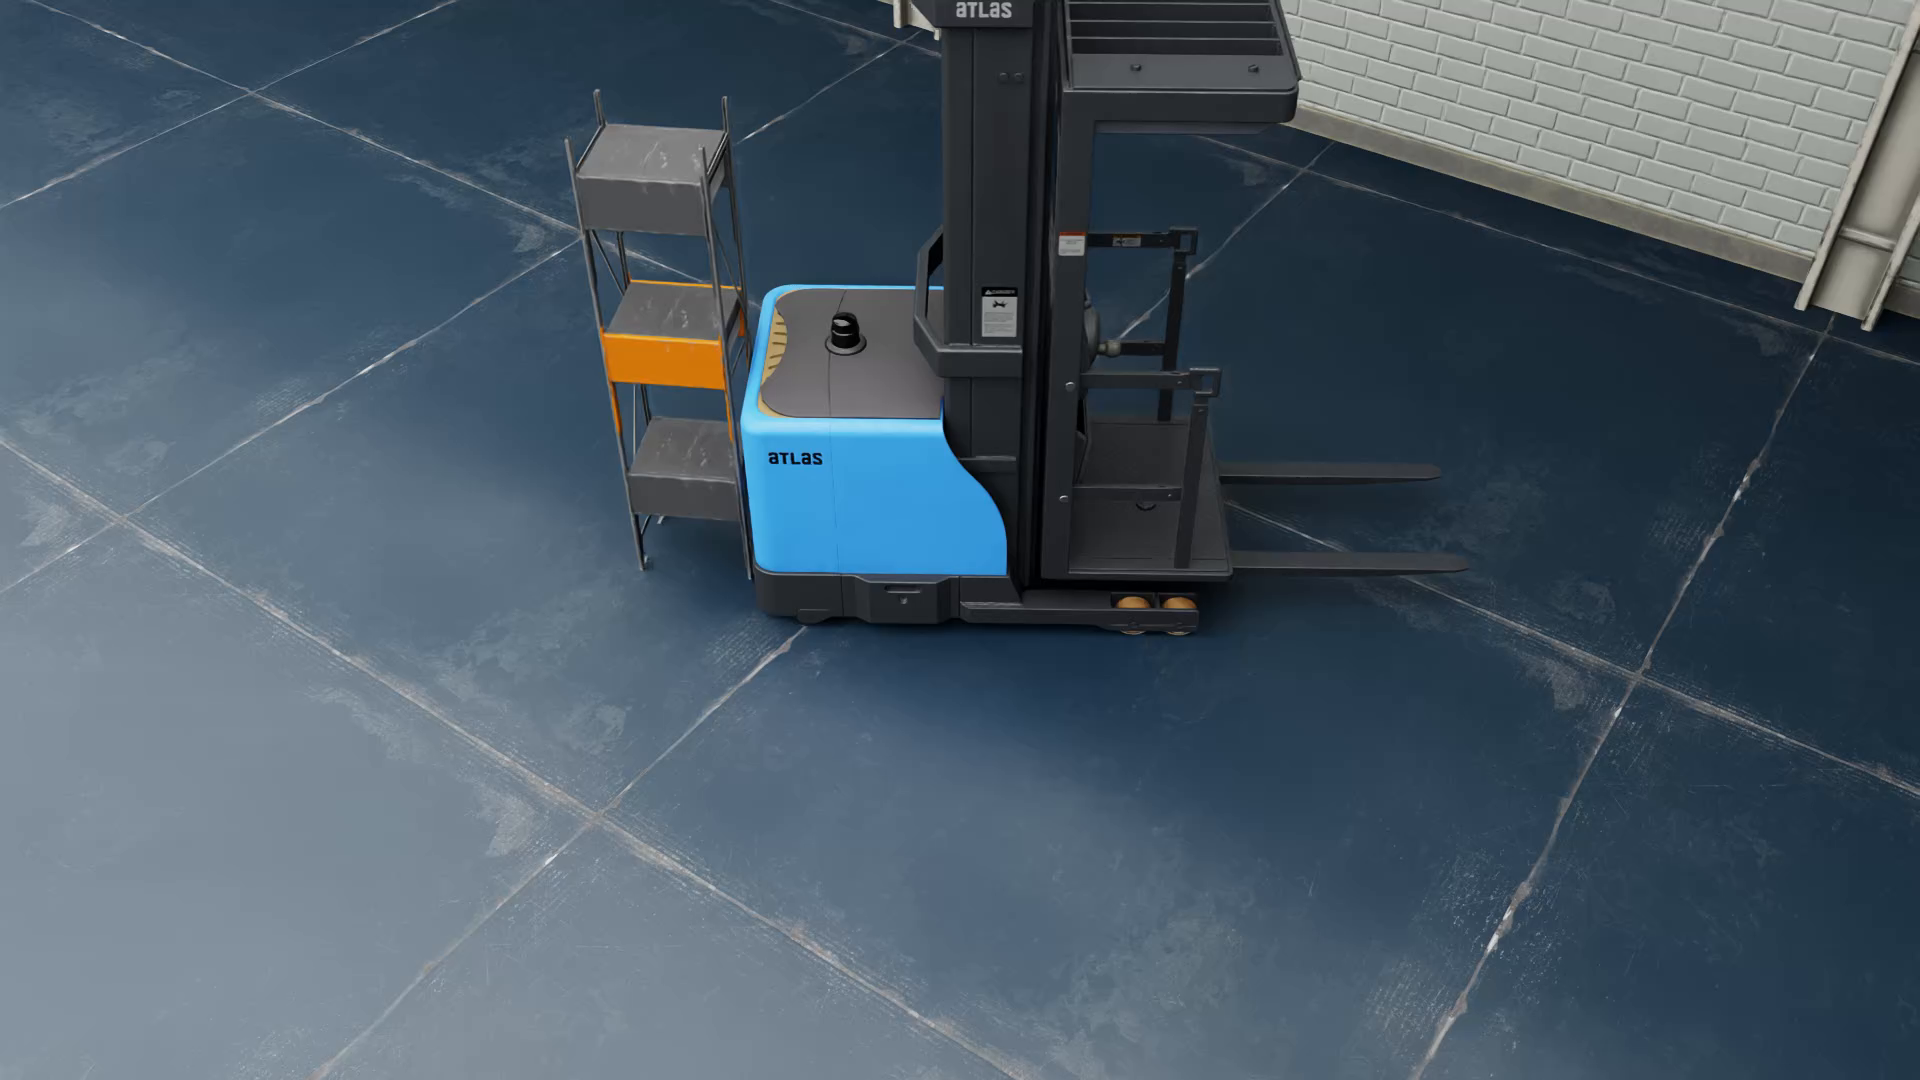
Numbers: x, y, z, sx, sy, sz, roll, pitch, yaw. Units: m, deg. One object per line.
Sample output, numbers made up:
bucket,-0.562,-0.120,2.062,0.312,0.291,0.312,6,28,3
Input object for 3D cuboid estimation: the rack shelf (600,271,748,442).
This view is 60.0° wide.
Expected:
rack shelf,-1.140,-0.747,6.779,0.480,0.518,0.431,5,42,5

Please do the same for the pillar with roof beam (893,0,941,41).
pillar with roof beam,-2.680,-4.550,5.835,0.400,9.000,9.100,25,48,25

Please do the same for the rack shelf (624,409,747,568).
rack shelf,-1.140,-0.225,7.246,0.480,0.518,0.431,5,42,5

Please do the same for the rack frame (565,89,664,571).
rack frame,-1.383,-0.776,6.791,0.015,2.100,0.400,5,42,5

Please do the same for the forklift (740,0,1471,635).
forklift,0.654,-1.050,6.473,3.031,2.935,1.130,1,42,1

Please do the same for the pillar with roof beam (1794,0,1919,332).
pillar with roof beam,2.233,-2.253,3.267,0.400,9.000,9.100,25,48,25

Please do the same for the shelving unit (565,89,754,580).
shelving unit,-1.140,-0.757,6.770,0.503,2.100,0.431,5,42,5

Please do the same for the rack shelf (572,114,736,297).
rack shelf,-1.140,-1.269,6.312,0.480,0.518,0.431,5,42,5

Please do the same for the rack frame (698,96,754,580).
rack frame,-0.898,-0.738,6.748,0.015,2.100,0.400,5,42,5
